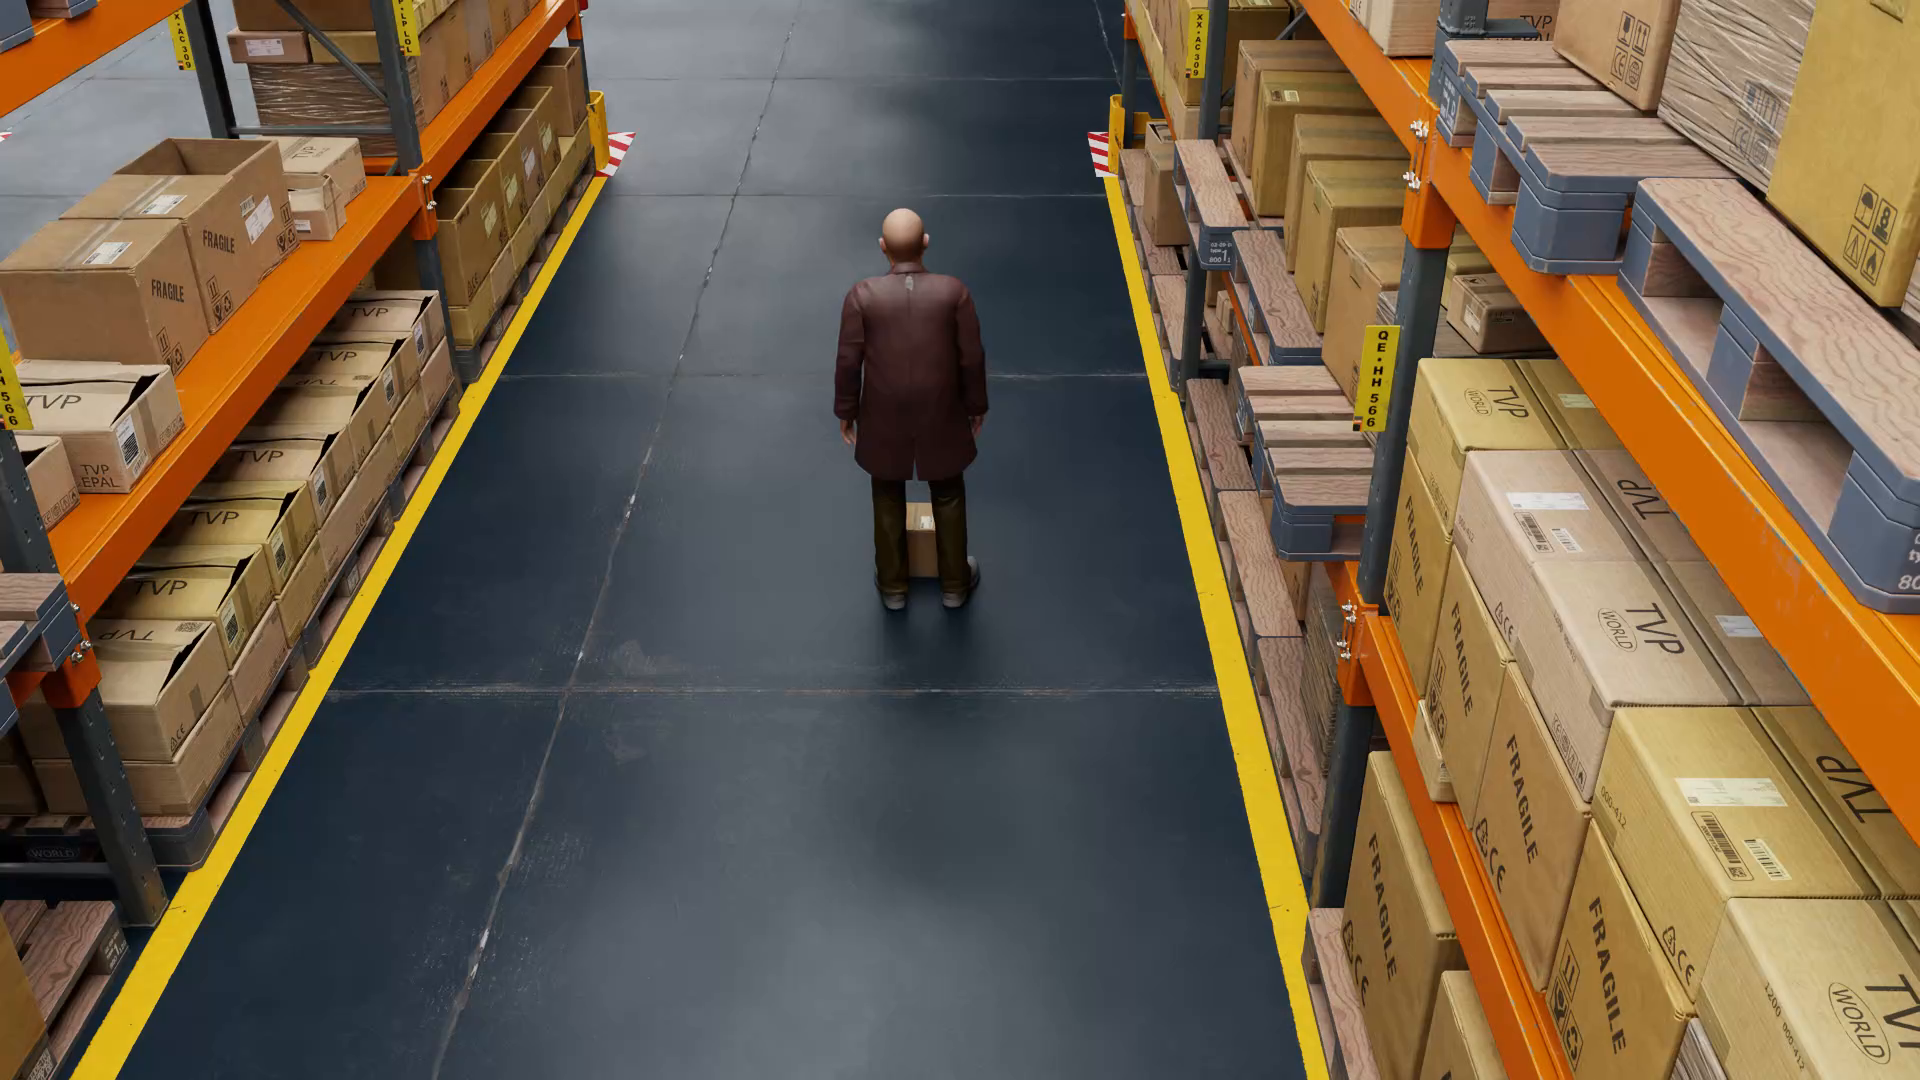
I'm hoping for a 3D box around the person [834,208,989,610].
[{"bbox_3d":[-0.204,-0.527,7.020,0.656,1.774,0.417,-1,31,-2],"label":"person"}]
